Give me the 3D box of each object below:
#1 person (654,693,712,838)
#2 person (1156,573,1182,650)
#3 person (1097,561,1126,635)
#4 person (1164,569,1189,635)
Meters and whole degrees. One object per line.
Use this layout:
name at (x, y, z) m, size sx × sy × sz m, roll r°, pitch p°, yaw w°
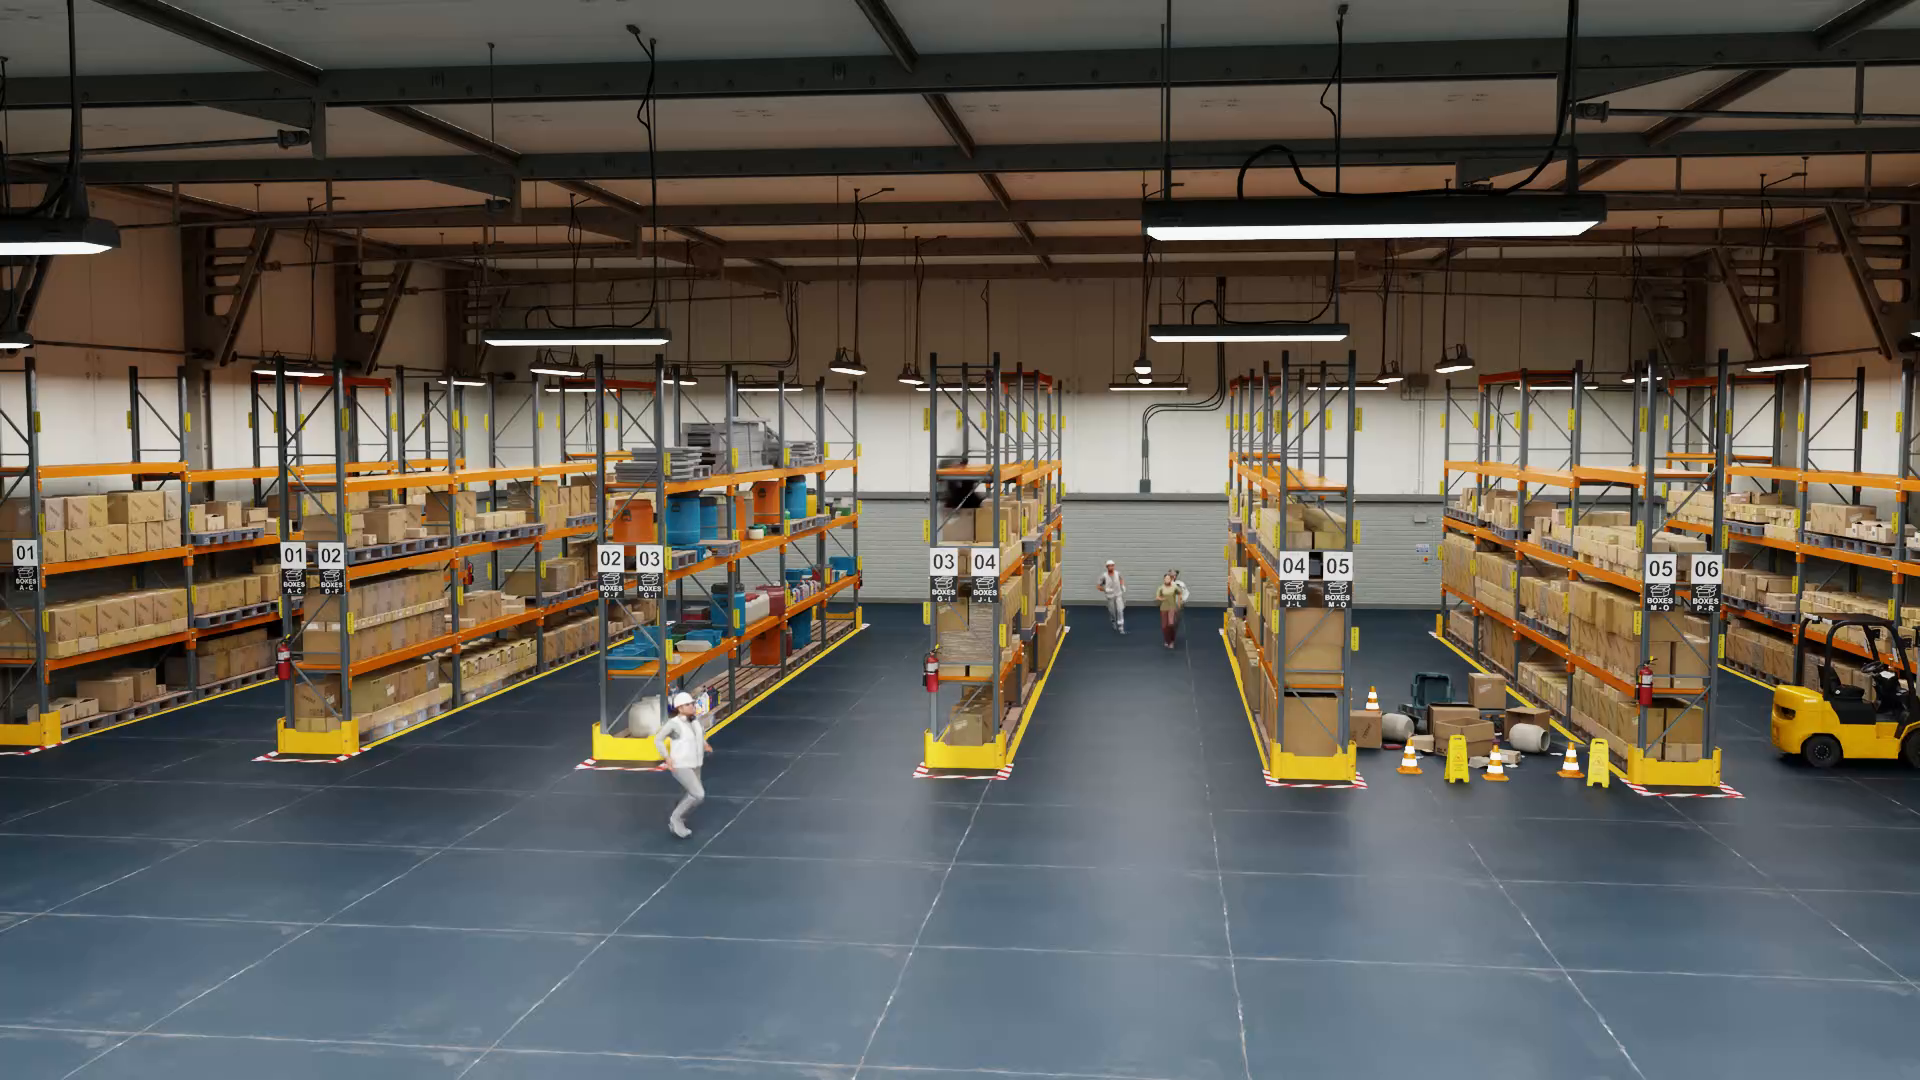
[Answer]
person at (-3.262, 2.705, 19.980) m, size 0.651 × 1.736 × 0.639 m, roll 2°, pitch 5°, yaw 28°
person at (4.593, 1.587, 36.662) m, size 0.546 × 1.665 × 0.685 m, roll 1°, pitch 4°, yaw 15°
person at (3.585, 1.350, 39.375) m, size 0.699 × 1.738 × 0.906 m, roll -1°, pitch 4°, yaw -10°
person at (4.909, 1.488, 37.954) m, size 0.638 × 1.691 × 0.708 m, roll 1°, pitch 4°, yaw 15°
